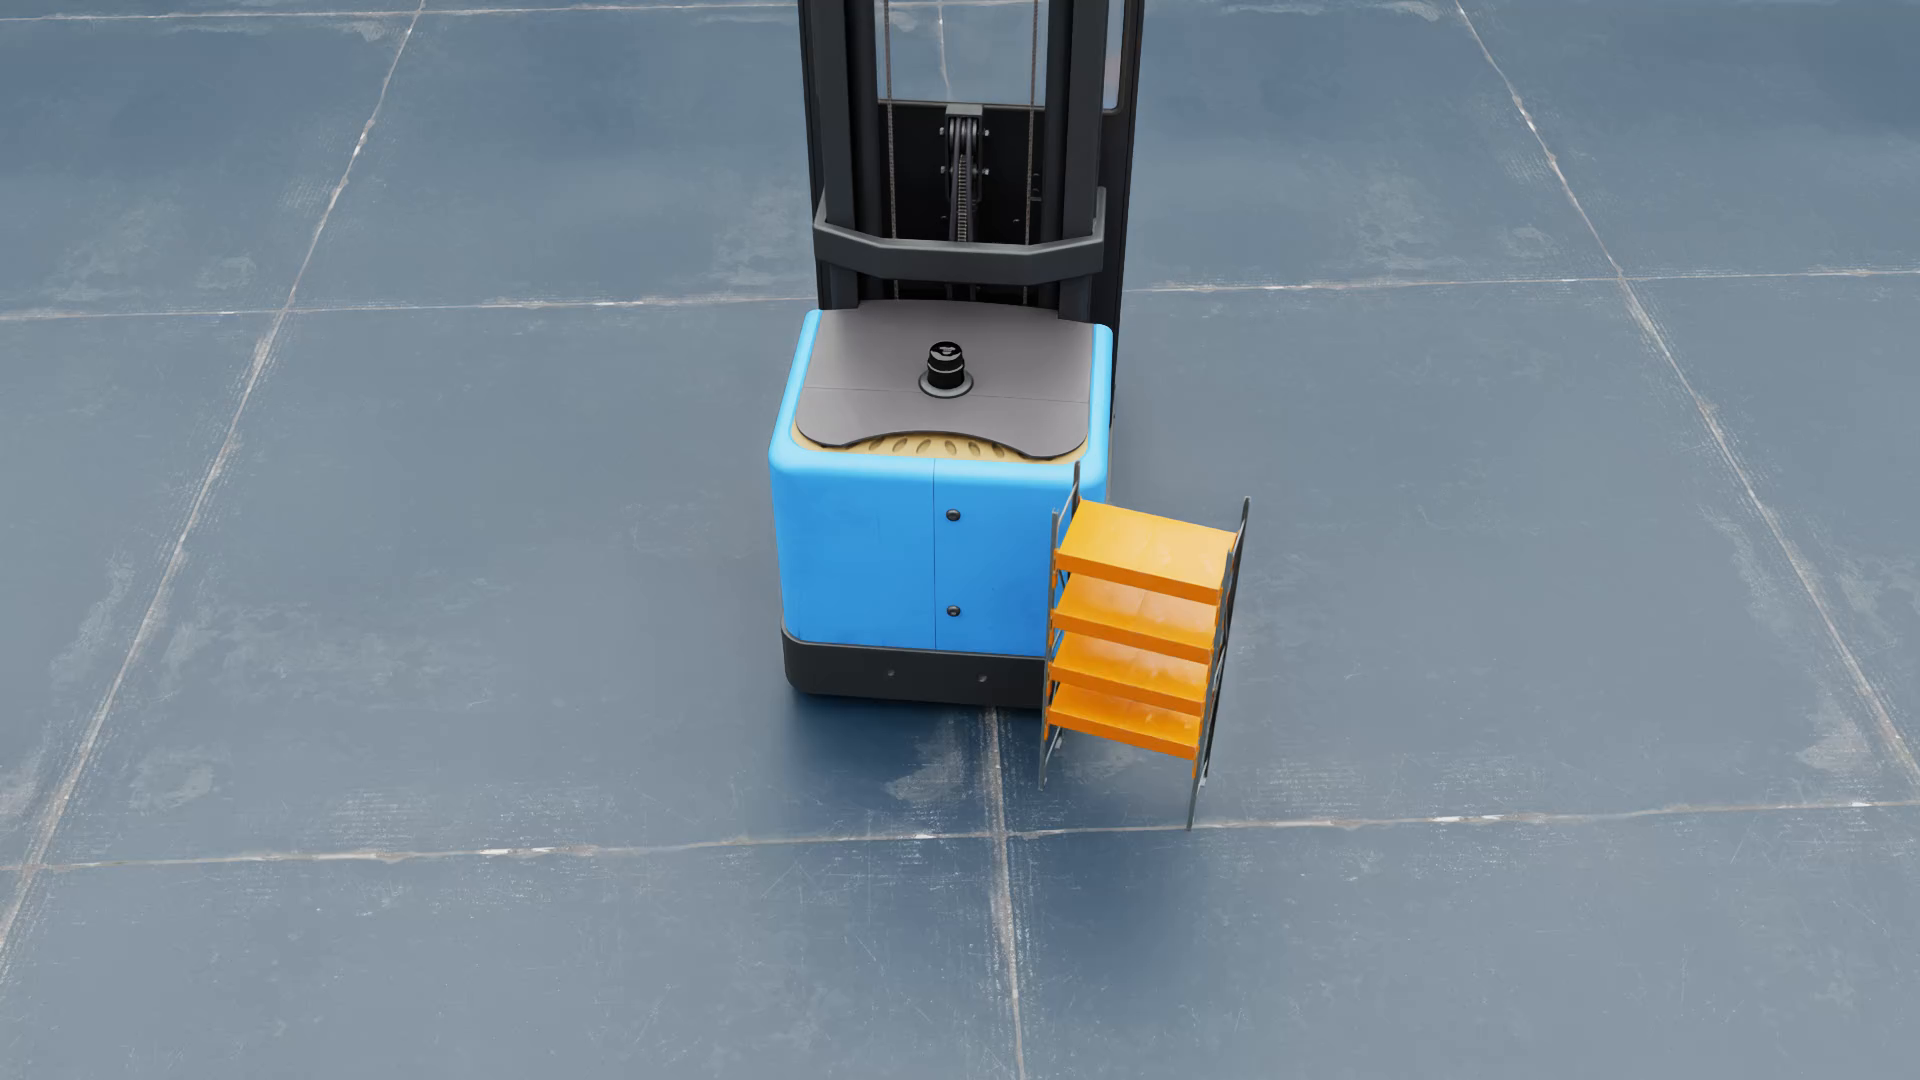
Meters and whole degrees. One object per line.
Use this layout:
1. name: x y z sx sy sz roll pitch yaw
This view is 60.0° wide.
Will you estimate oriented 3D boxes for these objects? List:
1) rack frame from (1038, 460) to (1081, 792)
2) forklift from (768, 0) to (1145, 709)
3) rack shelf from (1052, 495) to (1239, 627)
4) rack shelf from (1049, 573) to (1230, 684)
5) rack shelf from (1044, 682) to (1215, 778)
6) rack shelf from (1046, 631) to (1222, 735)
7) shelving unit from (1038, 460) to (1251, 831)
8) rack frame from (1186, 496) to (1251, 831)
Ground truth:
1. rack frame: 0.298 0.292 5.044 0.015 1.200 0.240 13 44 14
2. forklift: 0.057 -1.505 5.722 1.130 2.935 3.031 3 43 4
3. rack shelf: 0.529 0.056 4.720 0.480 0.148 0.258 13 44 14
4. rack shelf: 0.529 0.230 4.880 0.480 0.148 0.258 13 44 14
5. rack shelf: 0.529 0.541 5.165 0.480 0.148 0.258 13 44 14
6. rack shelf: 0.529 0.395 5.031 0.480 0.148 0.258 13 44 14
7. shelving unit: 0.529 0.345 4.985 0.503 1.200 0.258 13 44 14
8. rack frame: 0.760 0.399 4.927 0.015 1.200 0.240 13 44 14
